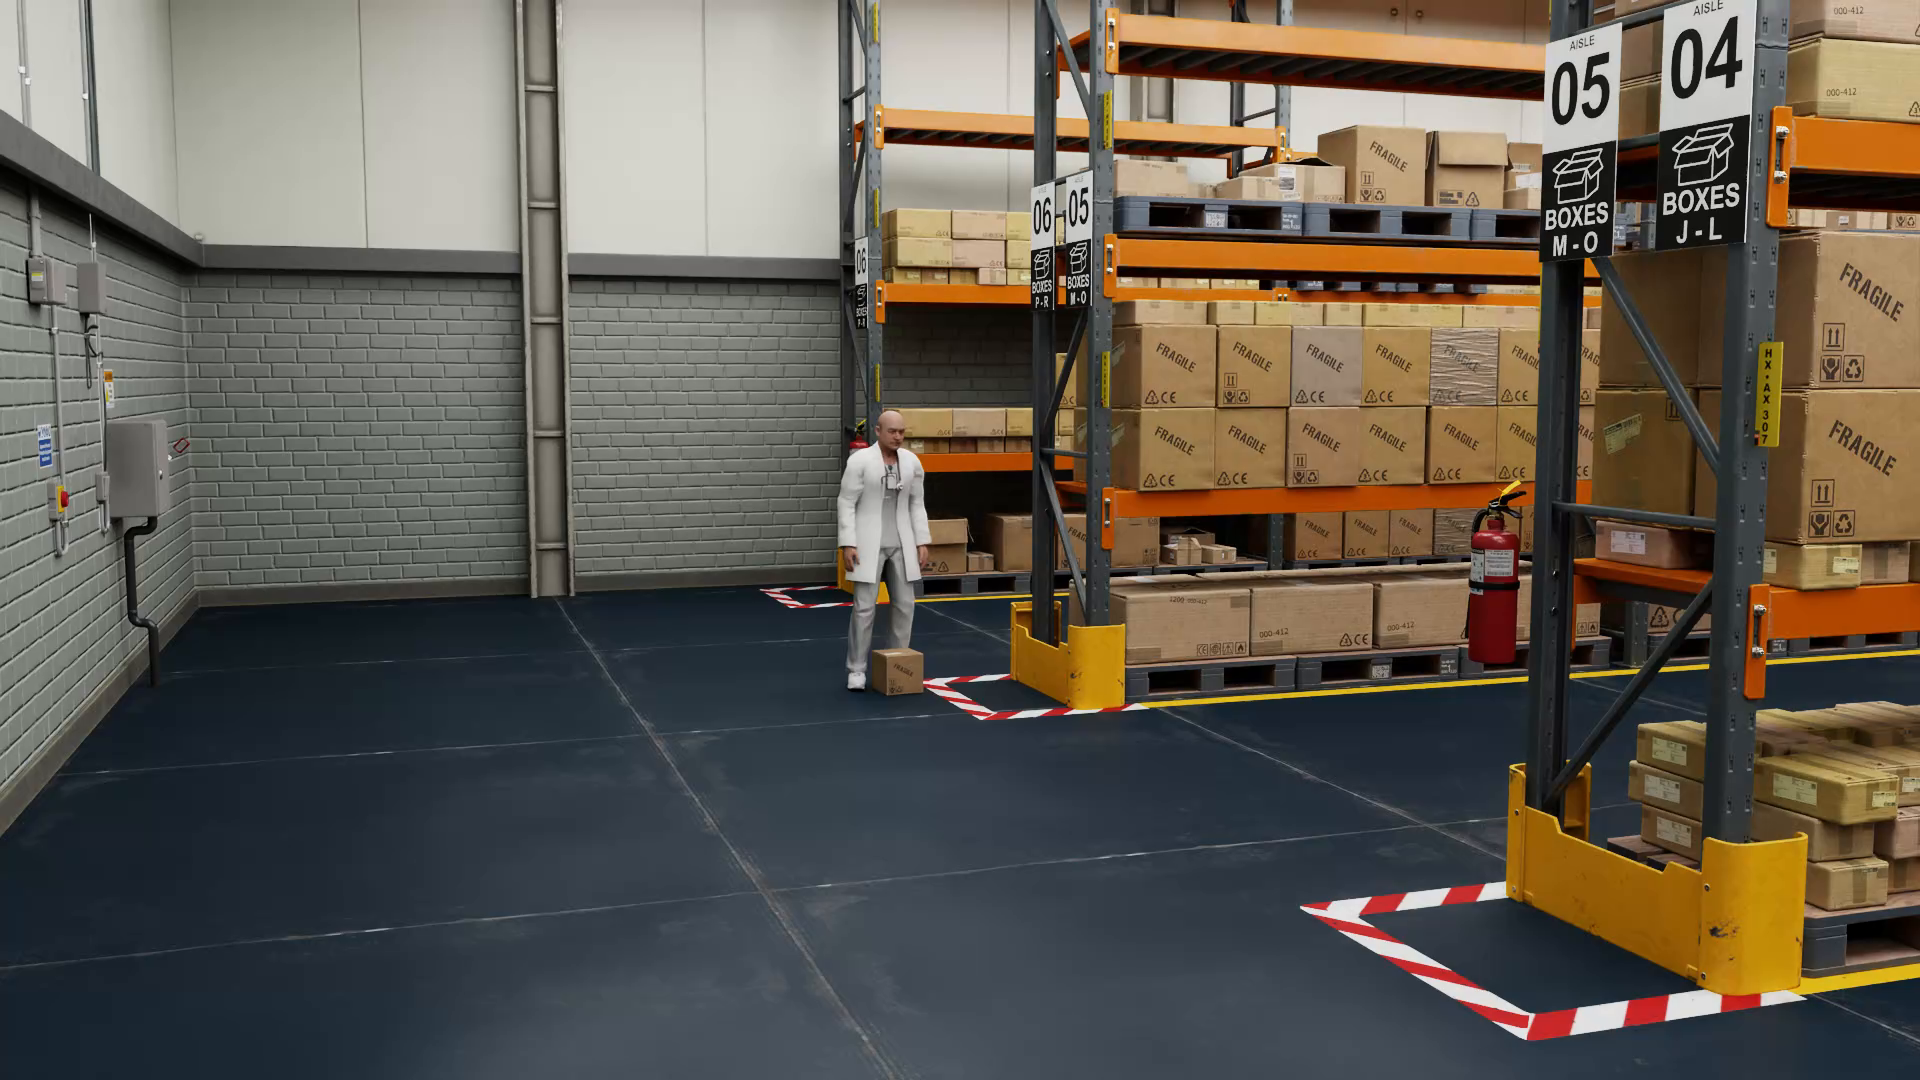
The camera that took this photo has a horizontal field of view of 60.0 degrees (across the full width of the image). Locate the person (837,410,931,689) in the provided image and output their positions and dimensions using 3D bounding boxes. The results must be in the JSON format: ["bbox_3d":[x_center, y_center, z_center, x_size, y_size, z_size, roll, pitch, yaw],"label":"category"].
[{"bbox_3d":[-0.482,0.053,10.722,0.651,1.773,0.427,-3,6,-26],"label":"person"}]
